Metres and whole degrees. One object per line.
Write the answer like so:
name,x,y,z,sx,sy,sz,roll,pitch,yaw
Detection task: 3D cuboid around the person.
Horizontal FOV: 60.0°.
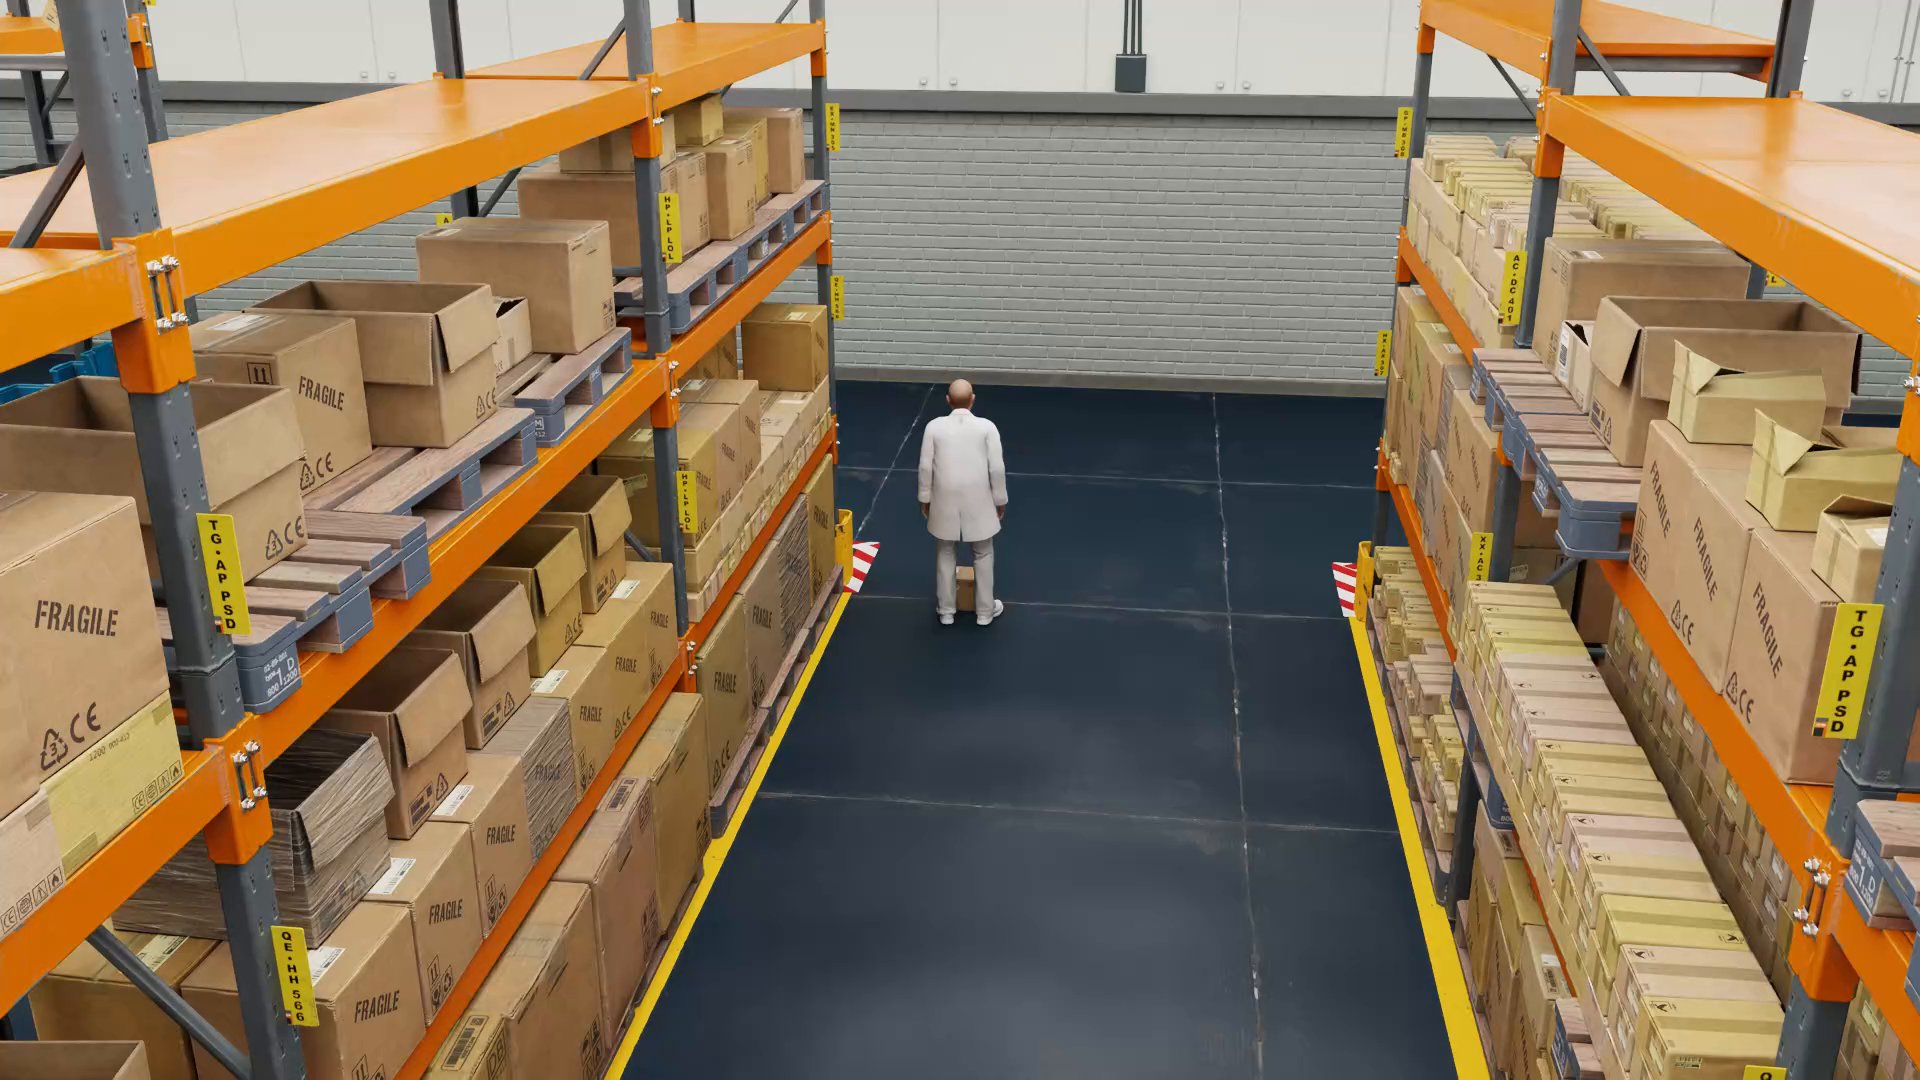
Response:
person,0.020,-0.266,11.800,0.644,1.774,0.427,2,21,6
